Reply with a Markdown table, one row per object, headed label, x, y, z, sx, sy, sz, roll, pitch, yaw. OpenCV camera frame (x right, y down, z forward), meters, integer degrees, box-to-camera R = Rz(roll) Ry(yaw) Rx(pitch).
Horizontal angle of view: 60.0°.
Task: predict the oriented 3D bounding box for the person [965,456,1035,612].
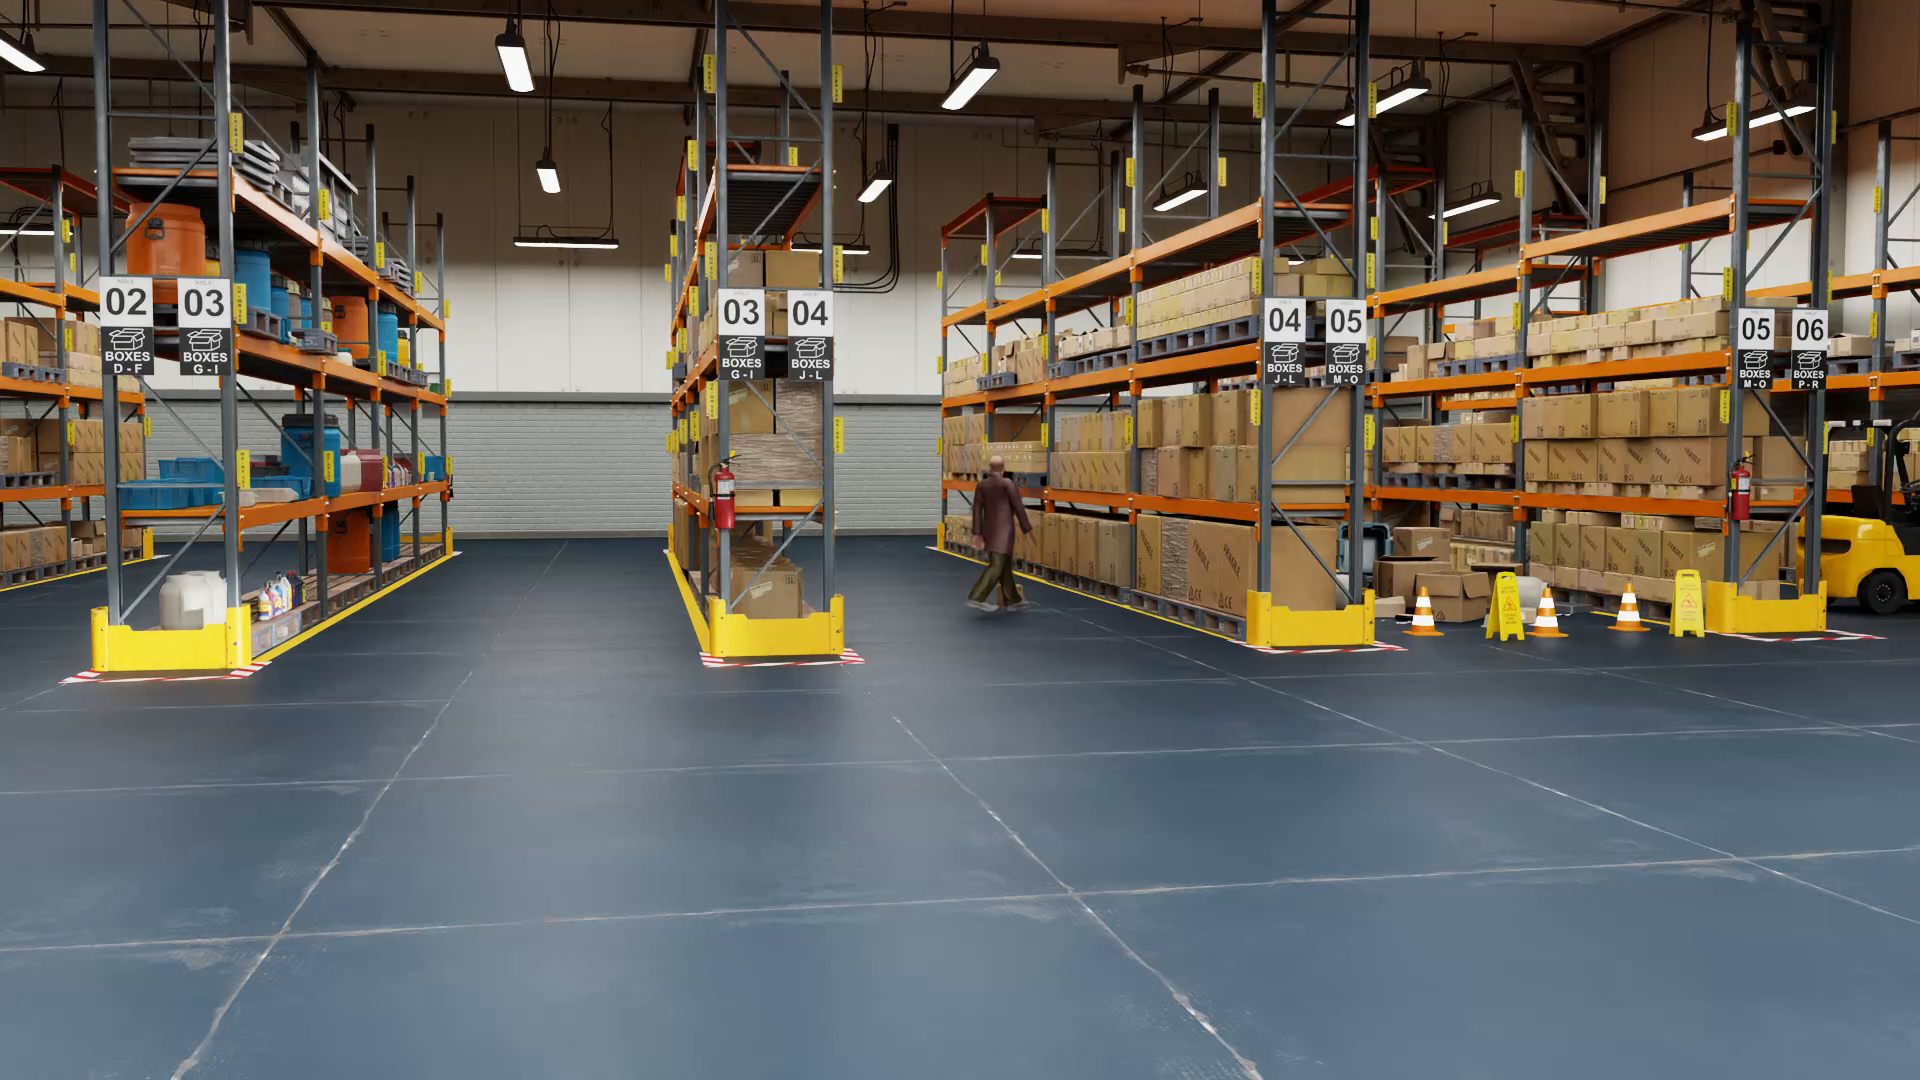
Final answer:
| label | x | y | z | sx | sy | sz | roll | pitch | yaw |
| --- | --- | --- | --- | --- | --- | --- | --- | --- | --- |
| person | 0.458 | -0.061 | 18.400 | 1.006 | 1.738 | 0.621 | -2 | 4 | -38 |
